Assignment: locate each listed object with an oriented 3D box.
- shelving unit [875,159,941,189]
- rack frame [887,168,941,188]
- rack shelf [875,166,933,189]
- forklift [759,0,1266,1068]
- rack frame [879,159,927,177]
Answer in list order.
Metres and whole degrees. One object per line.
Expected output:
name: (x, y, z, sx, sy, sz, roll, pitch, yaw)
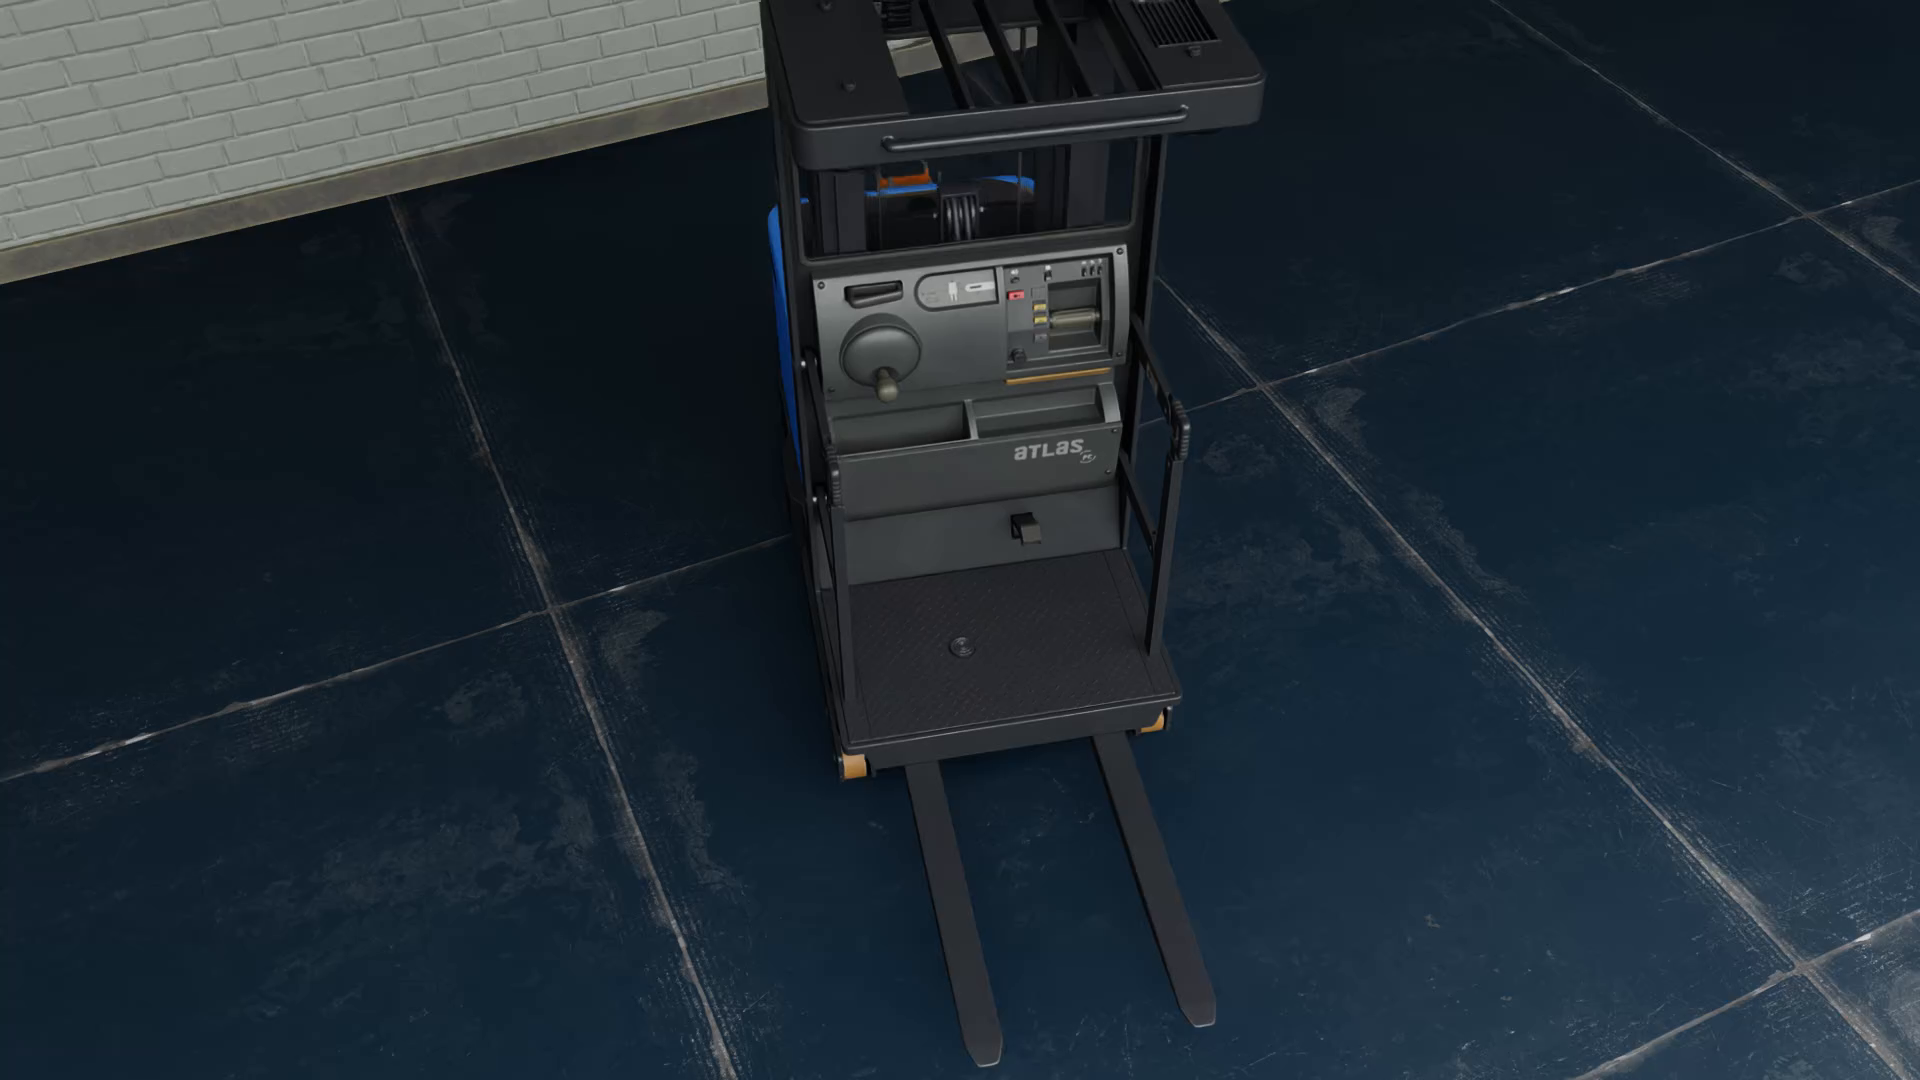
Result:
shelving unit: (-0.192, -1.042, 6.552, 0.215, 1.050, 0.252, -10, 43, -10)
rack frame: (-0.163, -0.963, 6.464, 0.200, 1.050, 0.008, -10, 43, -10)
rack shelf: (-0.194, -1.245, 6.368, 0.215, 0.259, 0.240, -10, 43, -10)
forklift: (0.084, -0.549, 4.719, 1.130, 2.935, 3.031, -8, 45, -8)
rack frame: (-0.220, -1.122, 6.640, 0.200, 1.050, 0.008, -10, 43, -10)
